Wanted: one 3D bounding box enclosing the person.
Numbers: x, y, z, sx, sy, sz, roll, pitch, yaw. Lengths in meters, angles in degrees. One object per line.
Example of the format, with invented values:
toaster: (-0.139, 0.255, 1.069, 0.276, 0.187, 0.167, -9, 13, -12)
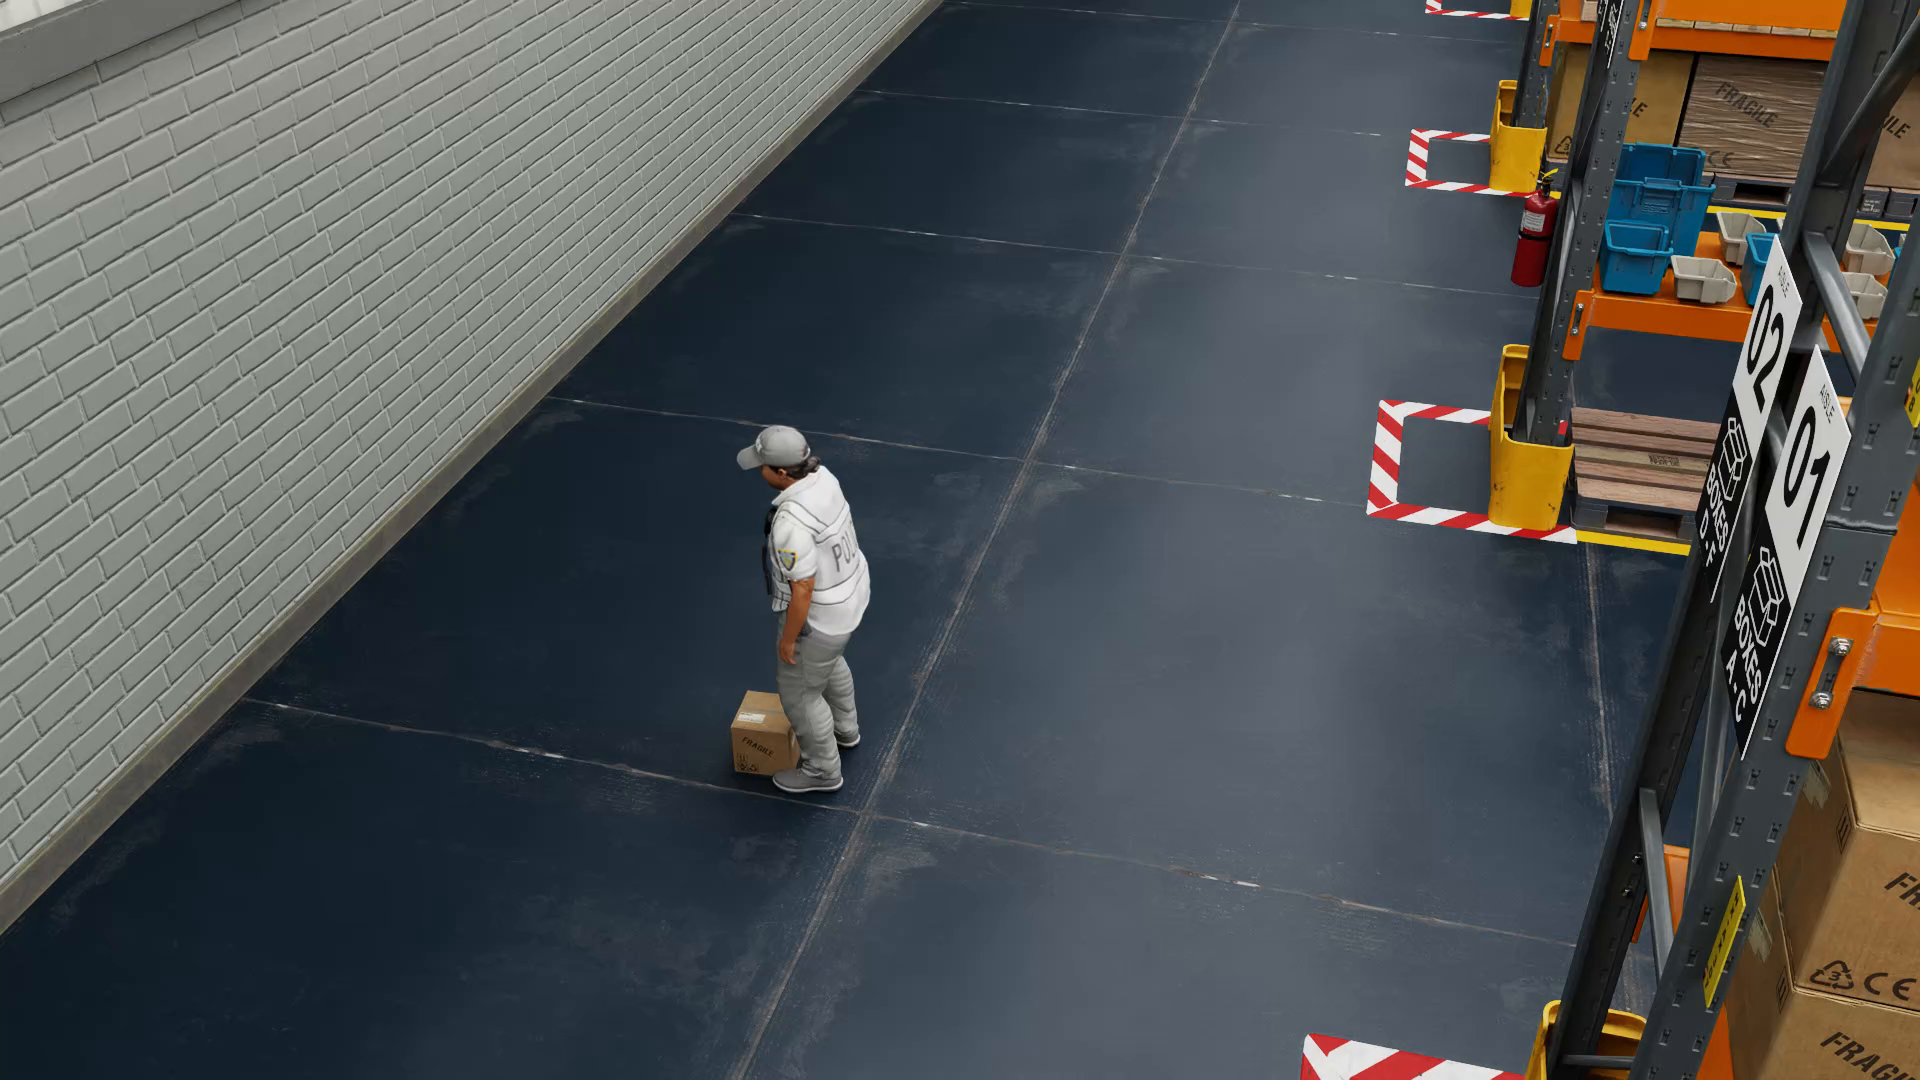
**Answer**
person: (-0.612, 0.269, 6.719, 0.473, 1.666, 0.548, 8, 34, 12)
